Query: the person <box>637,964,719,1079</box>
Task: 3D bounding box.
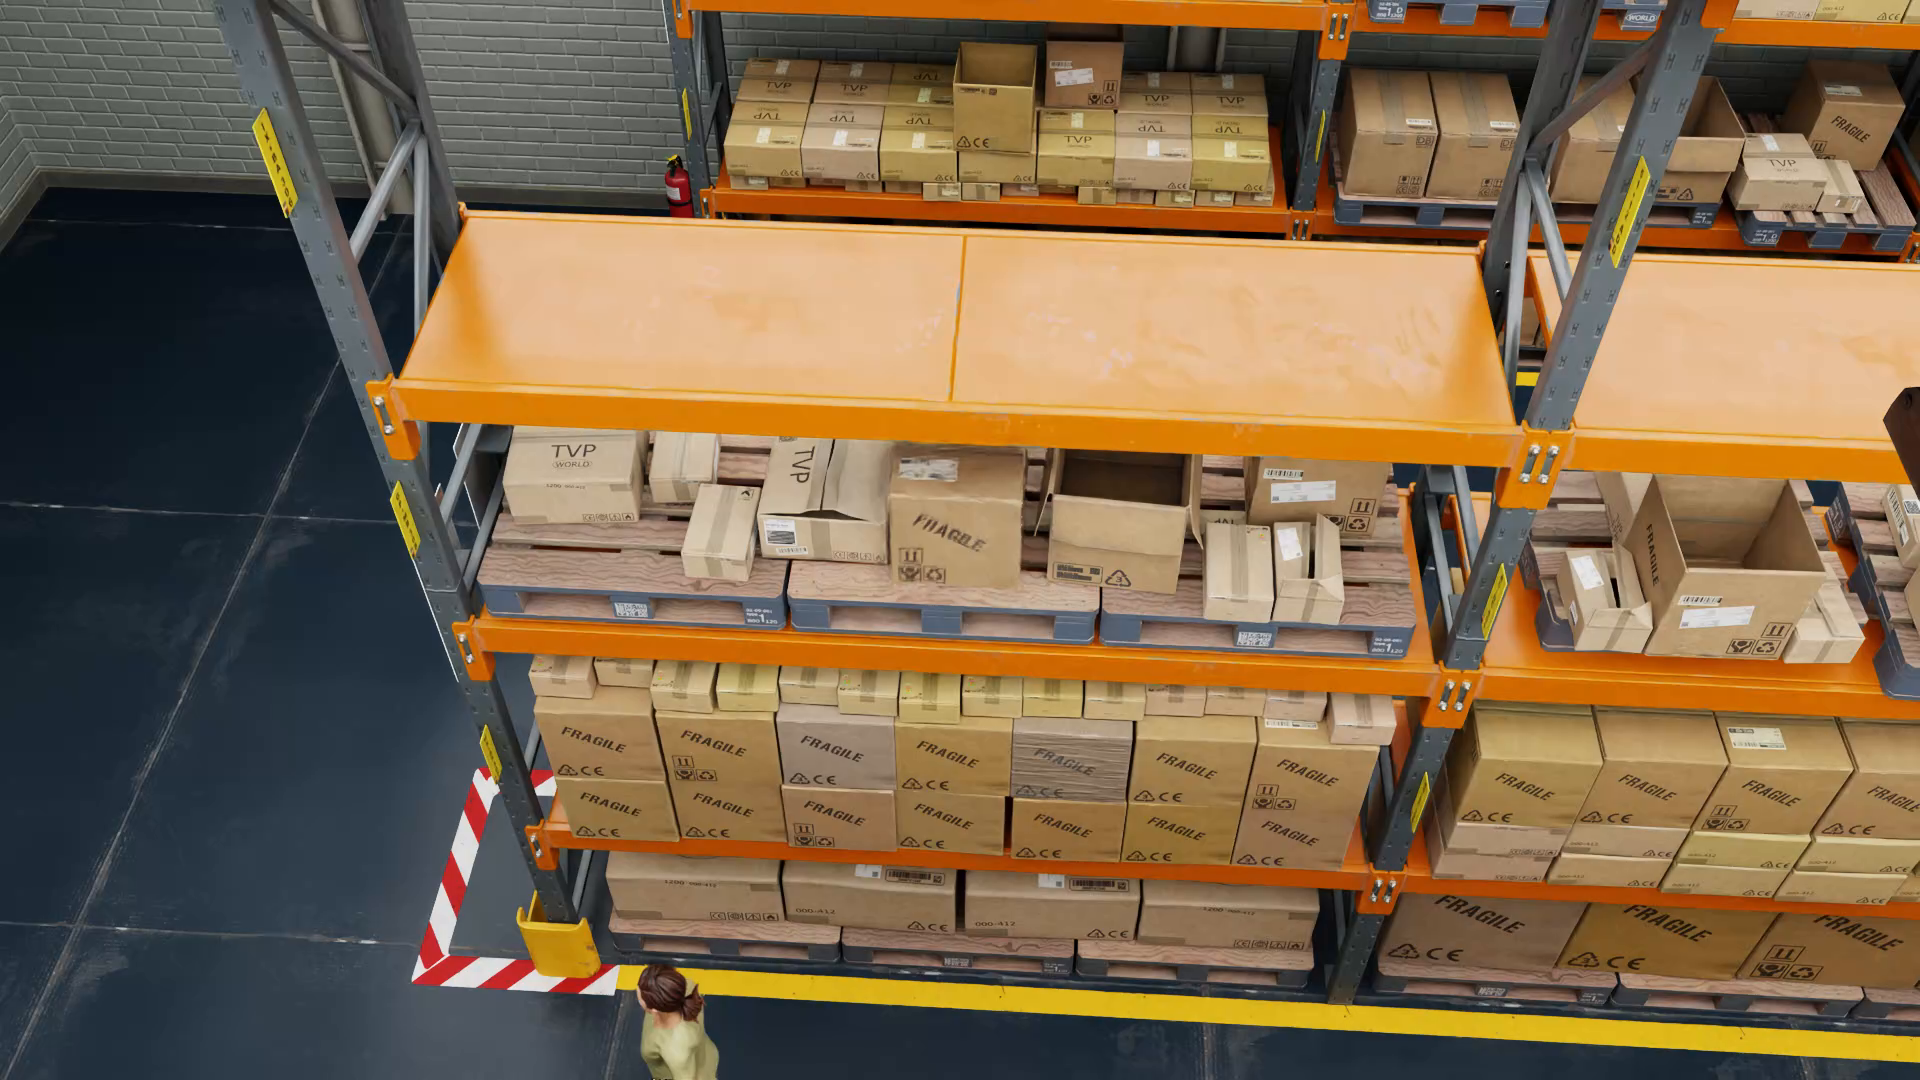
[{"bbox_3d":[-1.165,2.395,7.439,0.487,1.671,0.485,0,48,0],"label":"person"}]
